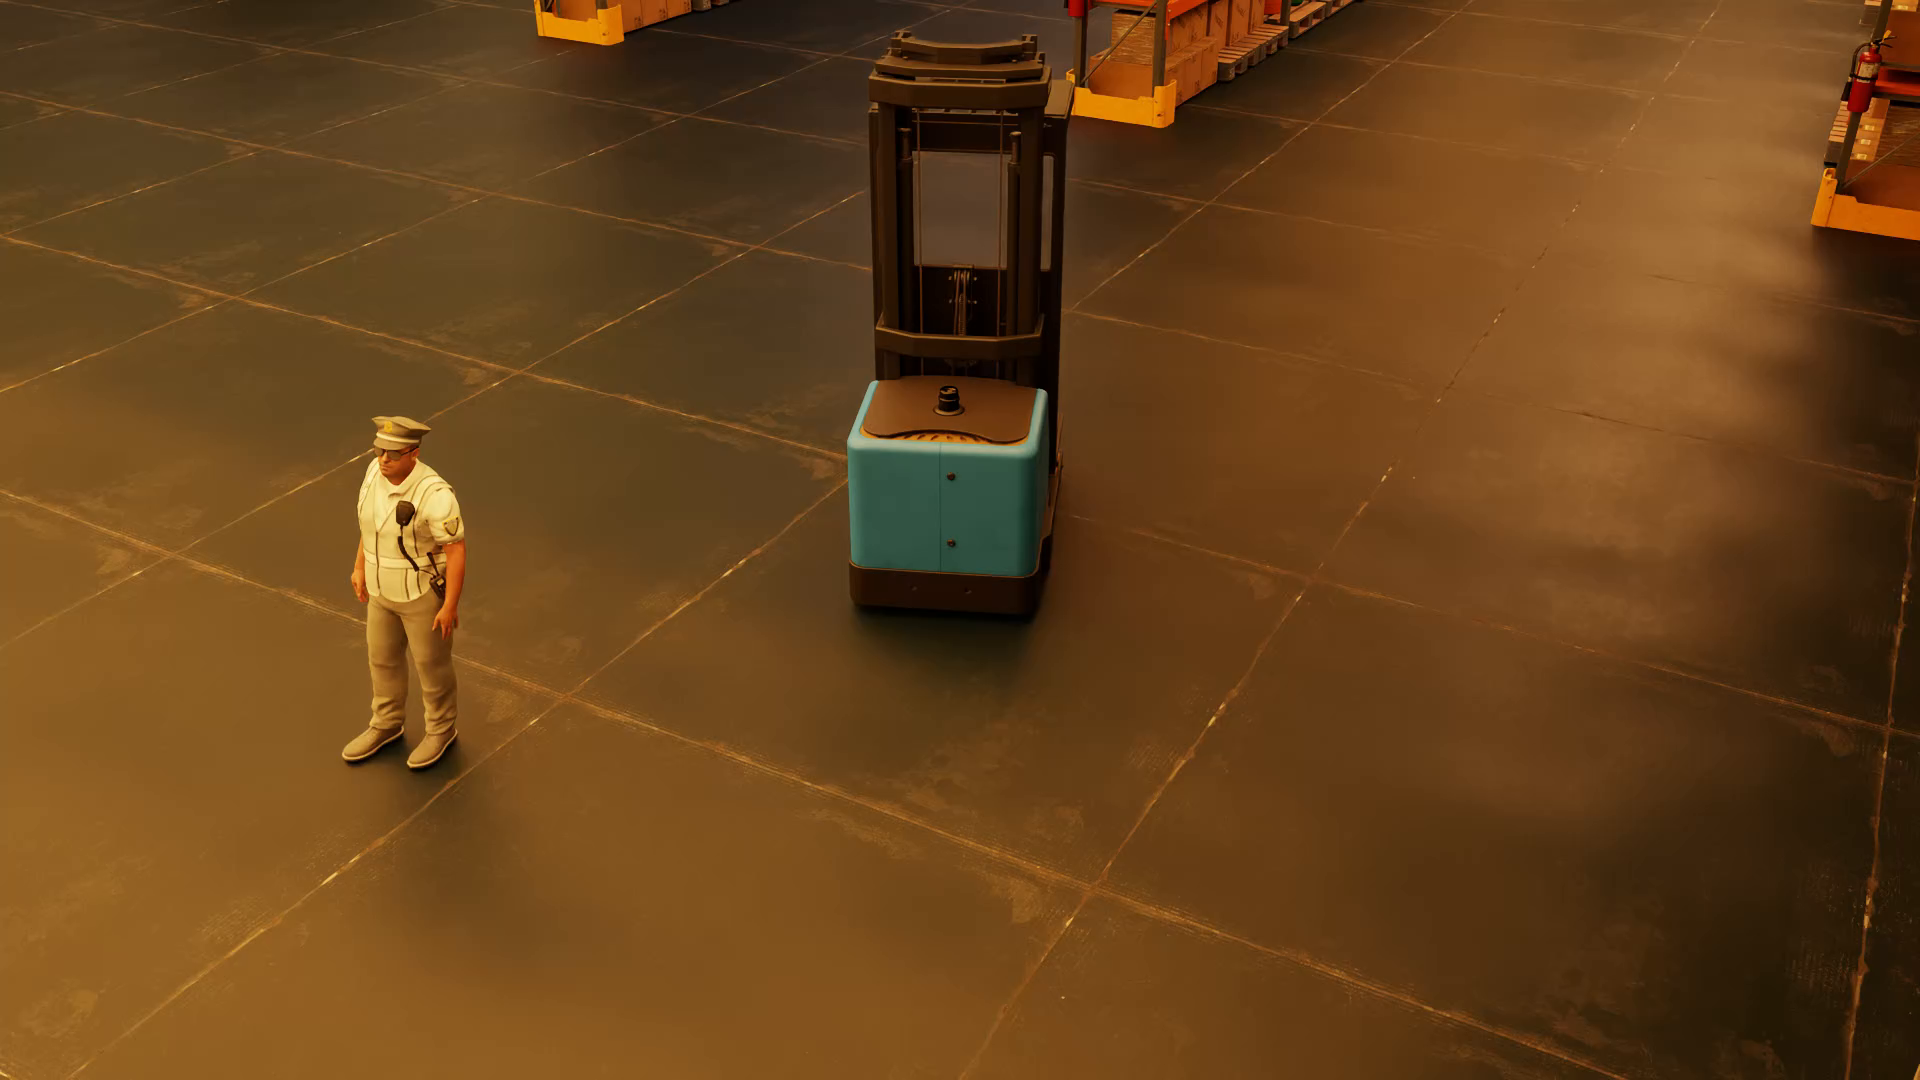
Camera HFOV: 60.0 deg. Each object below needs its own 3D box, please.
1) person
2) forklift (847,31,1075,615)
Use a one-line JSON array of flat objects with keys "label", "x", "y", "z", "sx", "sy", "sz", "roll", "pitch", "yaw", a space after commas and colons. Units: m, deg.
[{"label": "person", "x": -2.629, "y": 0.251, "z": 7.770, "sx": 0.640, "sy": 1.781, "sz": 0.576, "roll": 16, "pitch": 33, "yaw": 25}, {"label": "forklift", "x": 0.072, "y": -1.572, "z": 9.794, "sx": 1.130, "sy": 2.935, "sz": 3.031, "roll": 3, "pitch": 30, "yaw": 6}]
